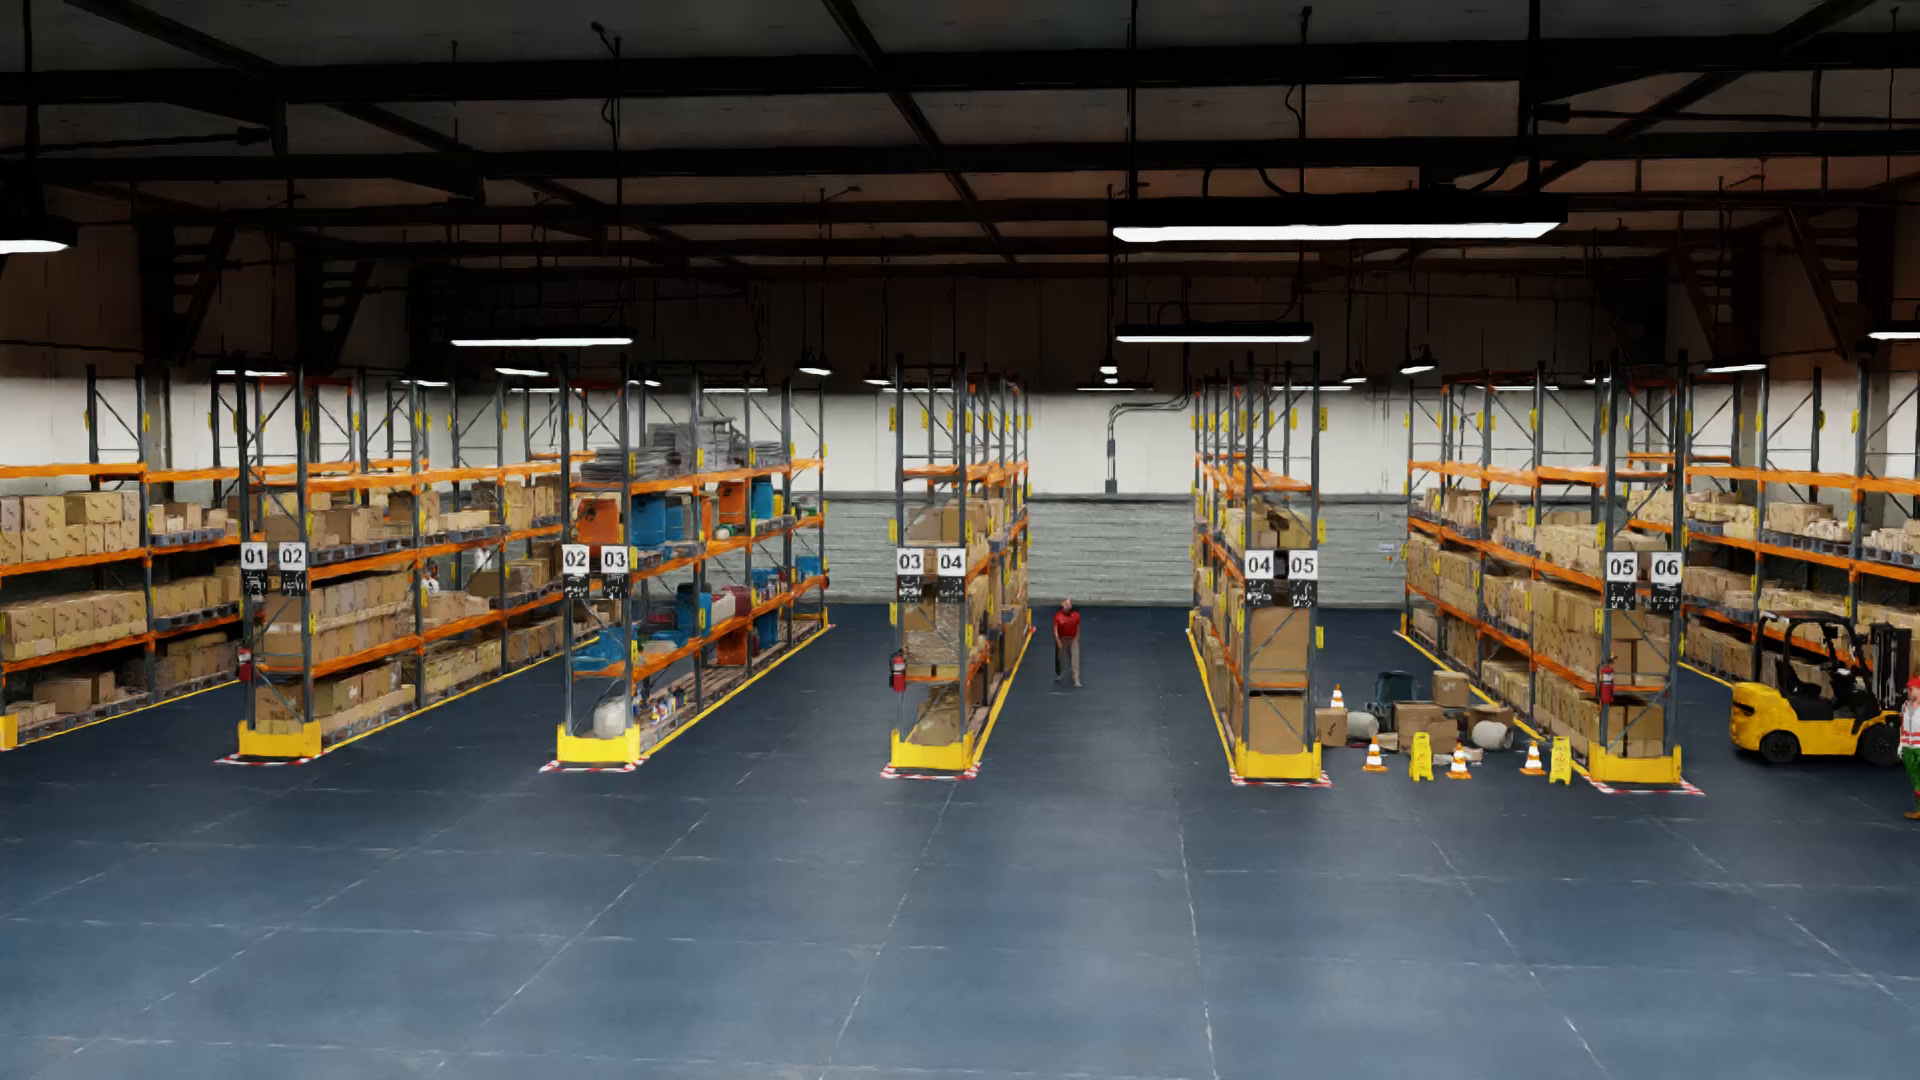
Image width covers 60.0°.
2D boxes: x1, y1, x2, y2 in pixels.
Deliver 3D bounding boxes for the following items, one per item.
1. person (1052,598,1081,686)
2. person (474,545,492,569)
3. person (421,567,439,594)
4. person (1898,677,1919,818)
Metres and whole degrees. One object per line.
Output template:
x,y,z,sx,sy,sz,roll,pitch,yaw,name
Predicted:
2.015,1.917,31.530,0.536,1.659,1.036,0,4,-2,person
-13.120,0.844,45.932,0.737,1.764,0.568,-4,6,-44,person
-12.369,1.430,38.826,0.502,1.612,0.989,0,4,4,person
12.105,2.617,20.901,0.400,1.782,0.628,-2,4,-24,person
